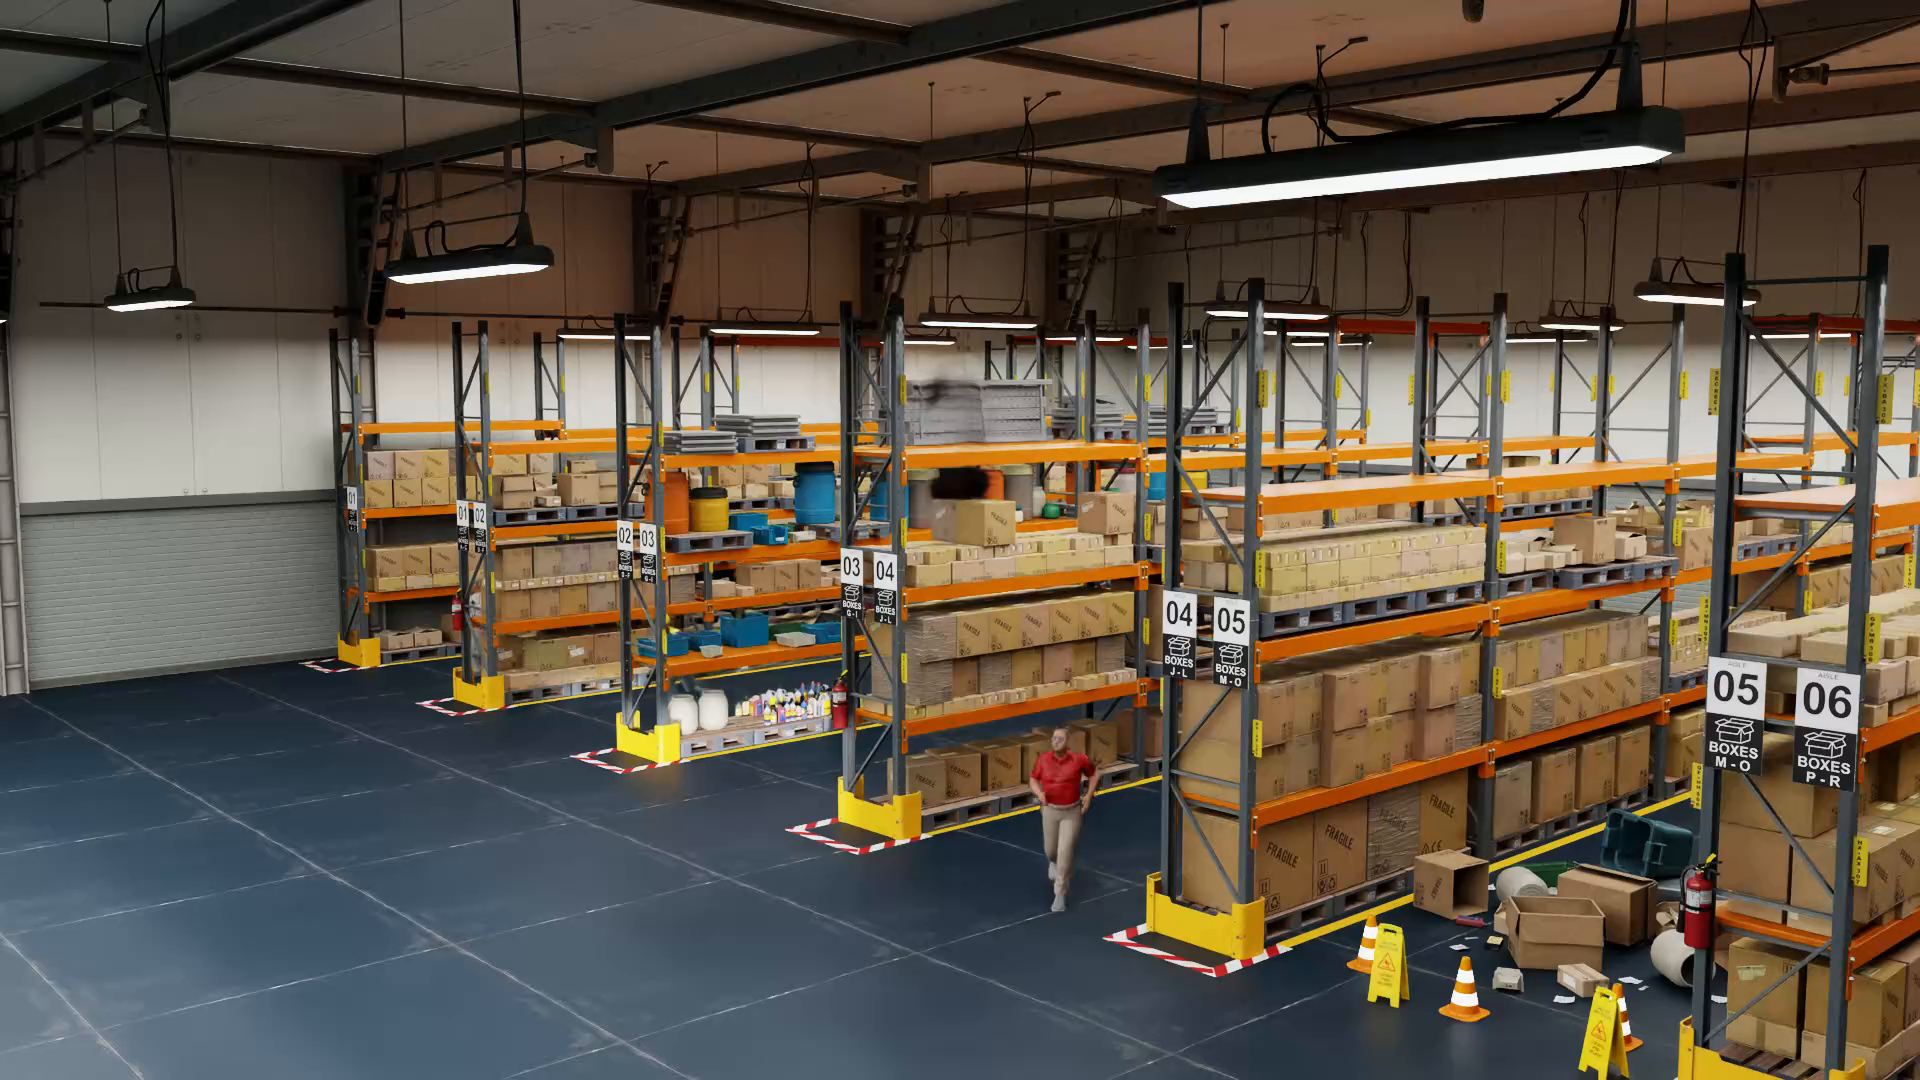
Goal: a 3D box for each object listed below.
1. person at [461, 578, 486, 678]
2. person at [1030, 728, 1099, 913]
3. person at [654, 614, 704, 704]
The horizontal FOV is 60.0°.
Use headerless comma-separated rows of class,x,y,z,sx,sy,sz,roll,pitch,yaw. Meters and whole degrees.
person,-8.324,1.504,28.472,0.650,1.725,0.620,4,7,36
person,1.023,2.702,16.421,0.673,1.737,0.932,2,6,16
person,-4.109,1.913,24.722,1.060,1.715,0.746,-5,7,-41
